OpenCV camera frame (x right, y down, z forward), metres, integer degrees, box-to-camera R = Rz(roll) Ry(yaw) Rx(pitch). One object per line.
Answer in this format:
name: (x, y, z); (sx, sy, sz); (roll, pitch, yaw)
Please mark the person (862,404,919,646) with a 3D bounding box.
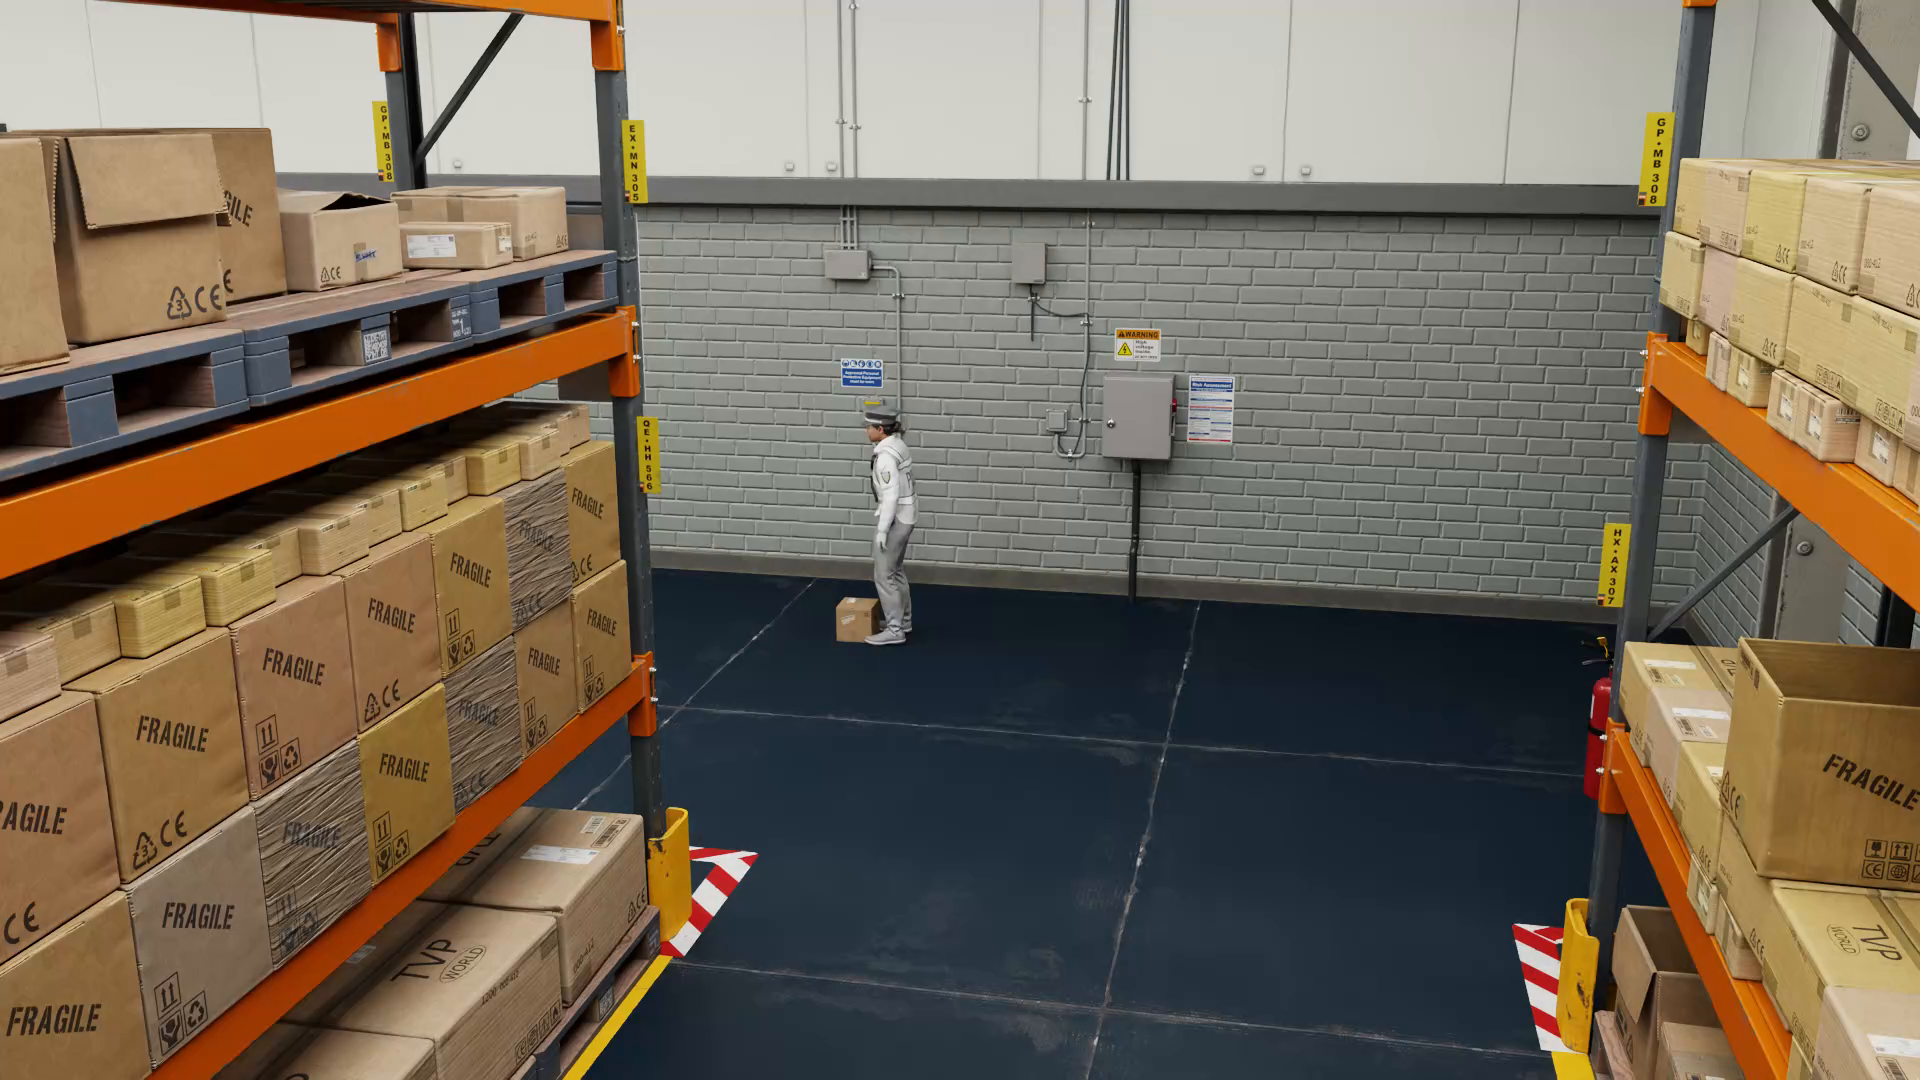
person: (-0.475, -0.109, 11.424); (0.374, 1.661, 0.539); (2, 15, 8)
